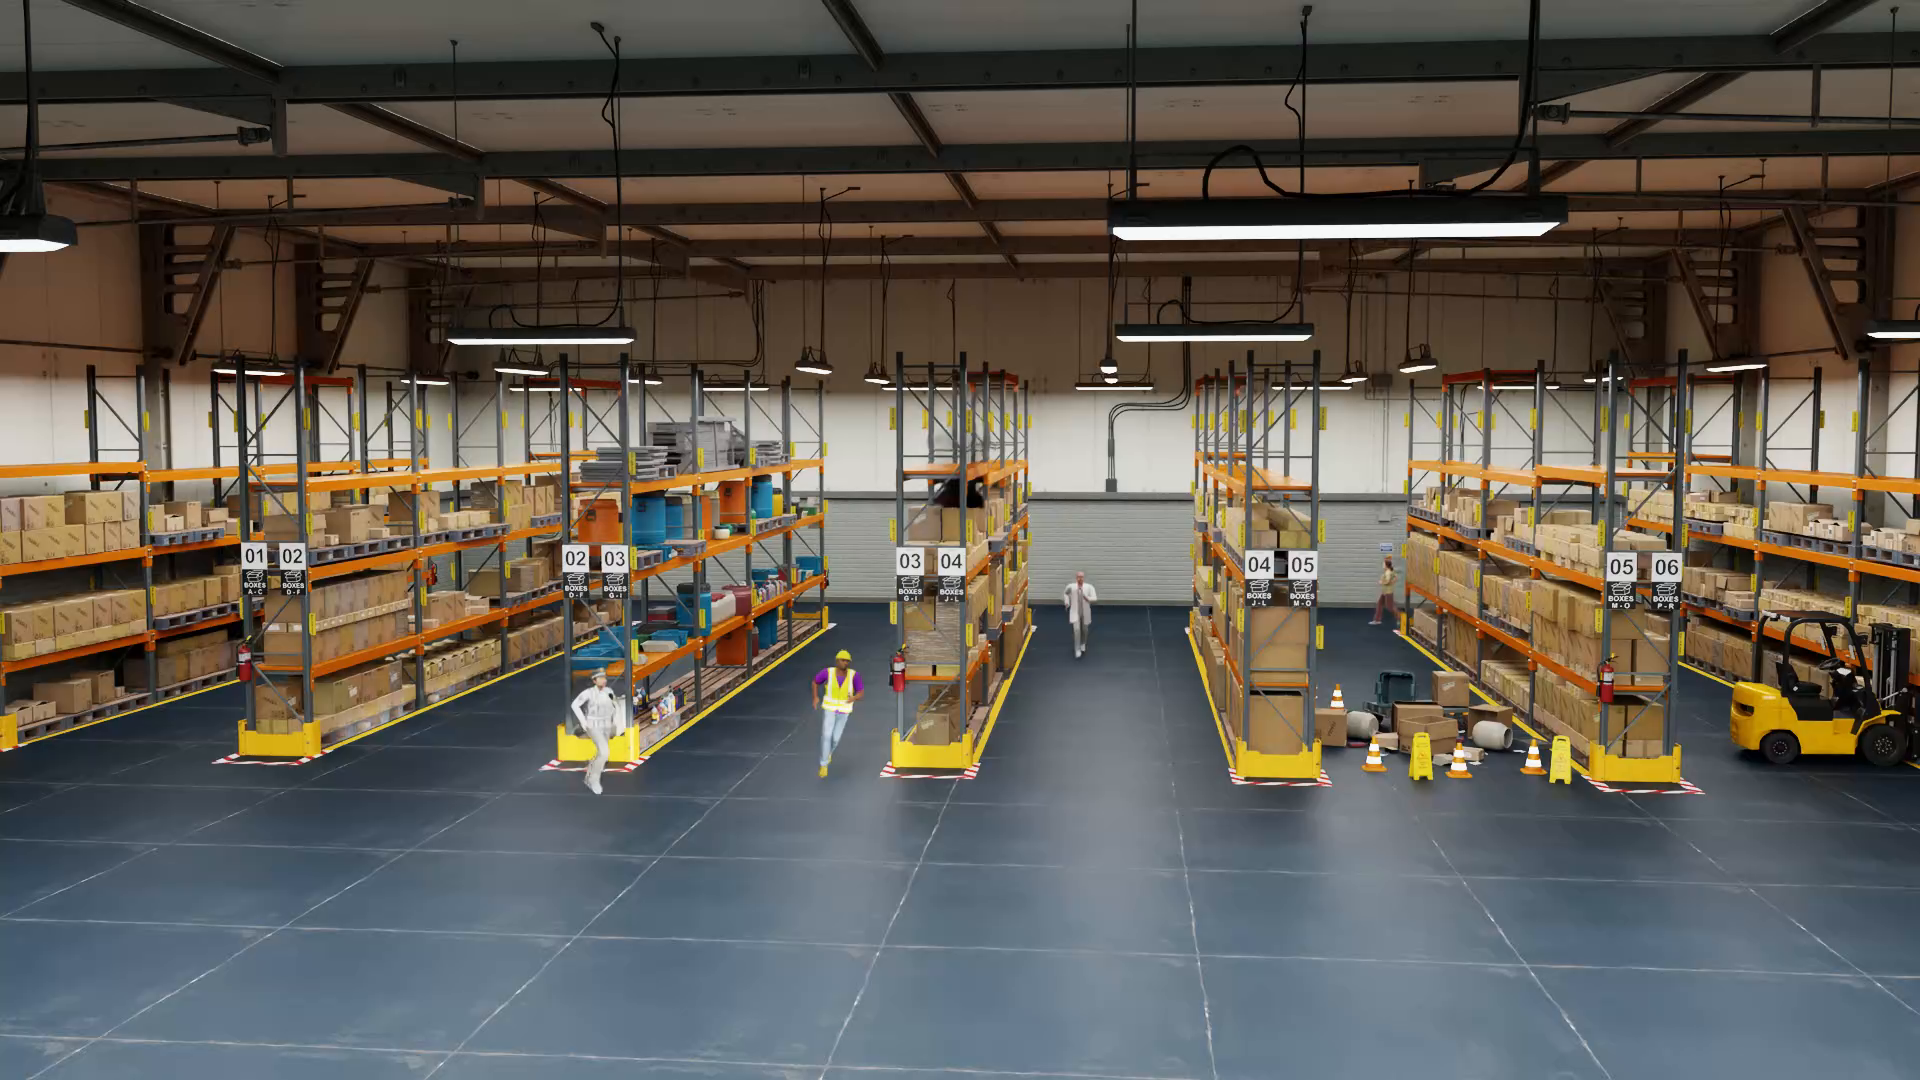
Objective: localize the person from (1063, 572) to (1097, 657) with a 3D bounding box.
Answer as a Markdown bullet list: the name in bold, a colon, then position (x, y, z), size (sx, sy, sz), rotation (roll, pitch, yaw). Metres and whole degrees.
- **person**: position (2.567, 1.561, 35.525), size (0.701, 1.765, 1.063), rotation (0, 4, 0)

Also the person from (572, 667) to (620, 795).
- **person**: position (-4.872, 2.565, 22.482), size (0.691, 1.716, 0.588), rotation (4, 5, 41)

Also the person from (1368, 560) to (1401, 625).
- **person**: position (10.395, 1.293, 40.422), size (0.934, 1.631, 0.623), rotation (1, 4, 19)

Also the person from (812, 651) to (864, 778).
- **person**: position (-1.747, 2.449, 23.853), size (0.734, 1.754, 0.905), rotation (-1, 4, -9)
